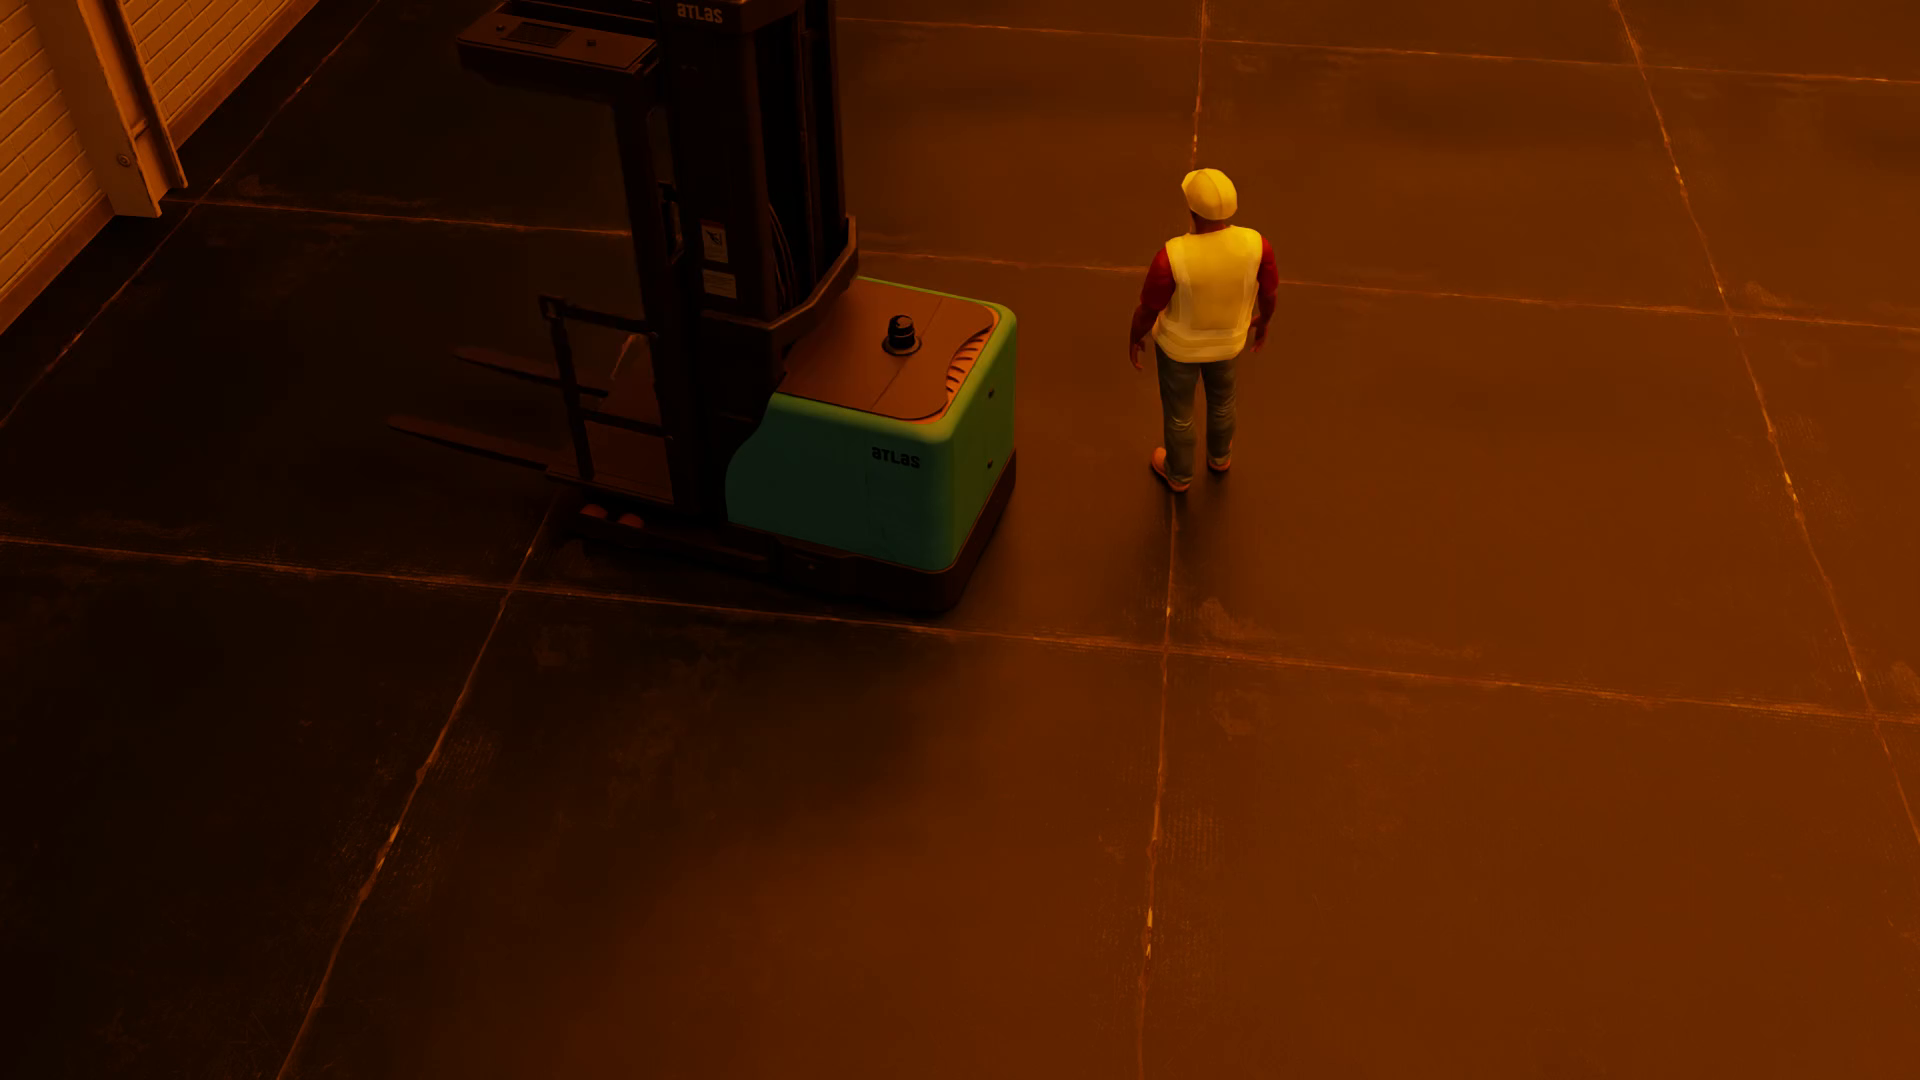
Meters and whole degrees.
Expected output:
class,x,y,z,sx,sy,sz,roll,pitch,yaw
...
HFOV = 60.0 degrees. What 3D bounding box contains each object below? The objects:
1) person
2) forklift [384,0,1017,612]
class,x,y,z,sx,sy,sz,roll,pitch,yaw
person,1.083,-0.973,7.634,0.668,1.767,0.574,-6,43,-7
forklift,-1.303,-1.362,7.207,3.031,2.935,1.130,14,44,14
